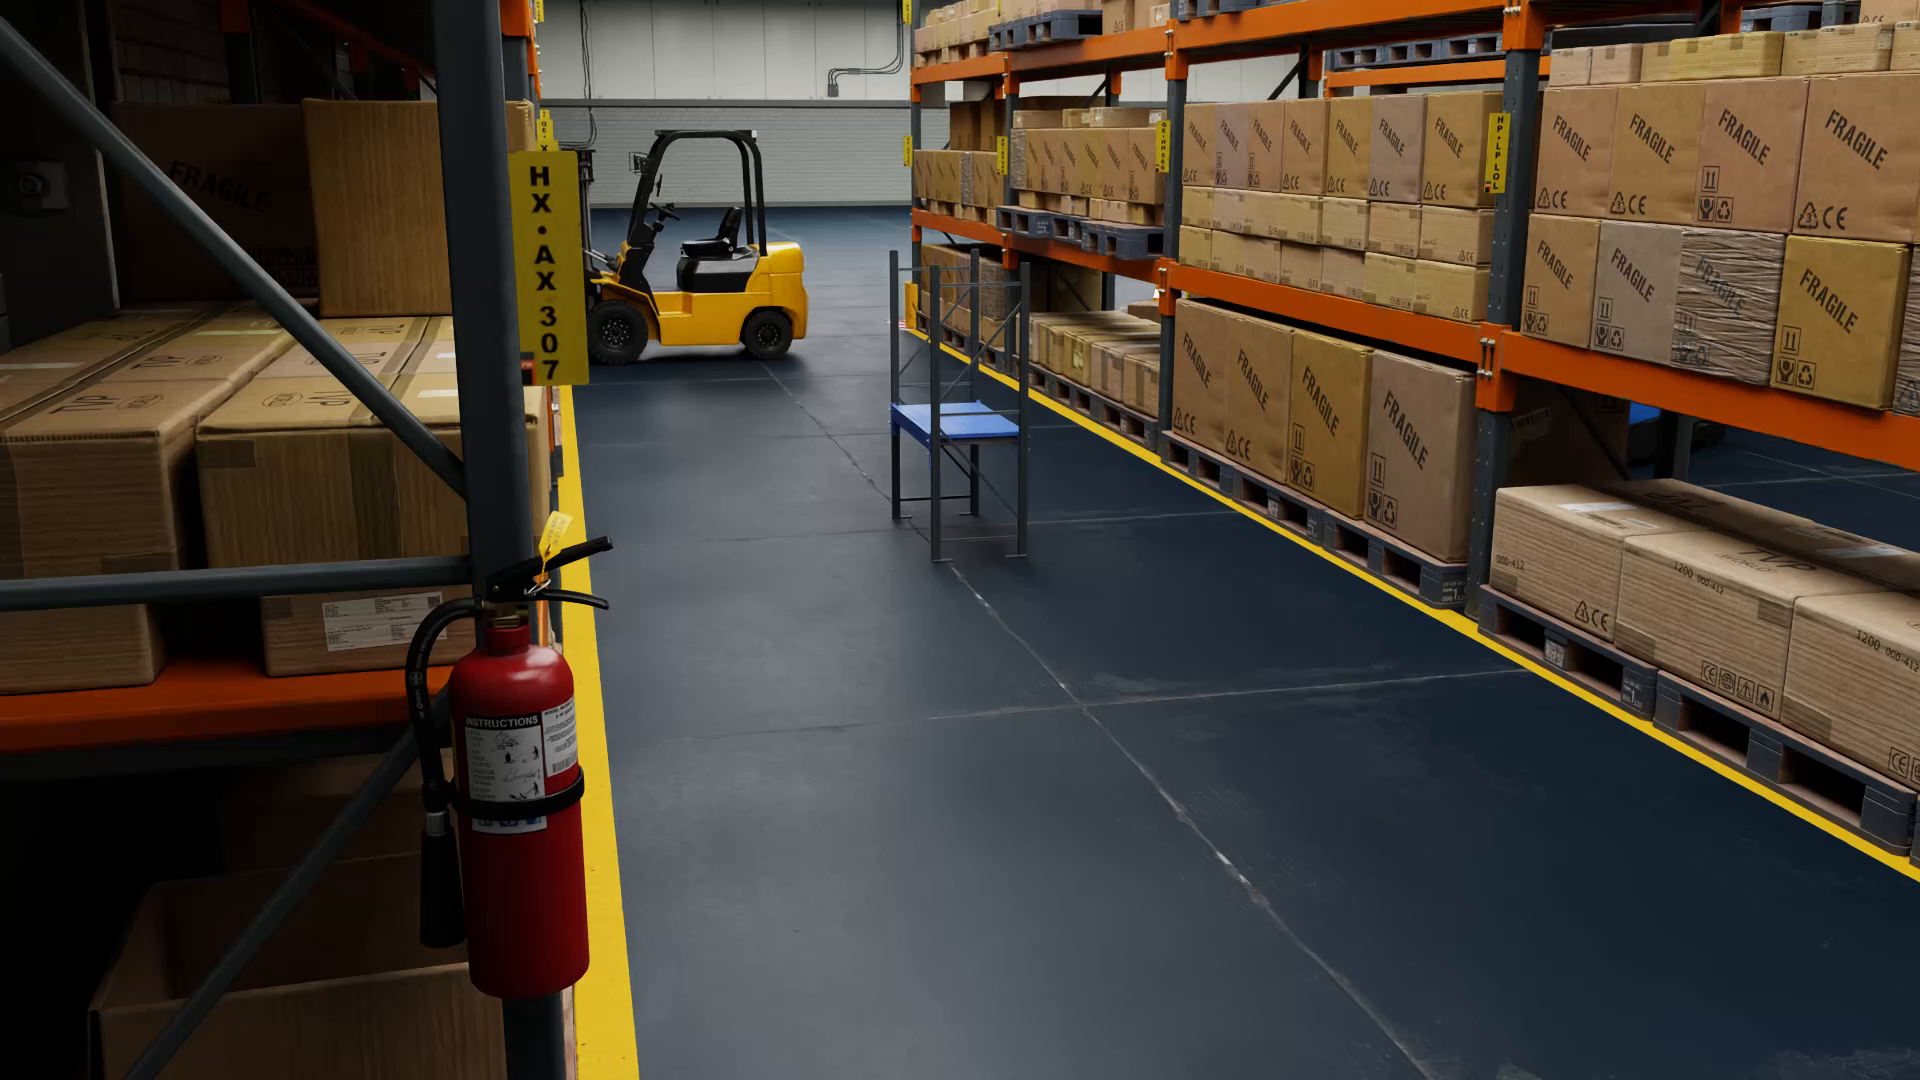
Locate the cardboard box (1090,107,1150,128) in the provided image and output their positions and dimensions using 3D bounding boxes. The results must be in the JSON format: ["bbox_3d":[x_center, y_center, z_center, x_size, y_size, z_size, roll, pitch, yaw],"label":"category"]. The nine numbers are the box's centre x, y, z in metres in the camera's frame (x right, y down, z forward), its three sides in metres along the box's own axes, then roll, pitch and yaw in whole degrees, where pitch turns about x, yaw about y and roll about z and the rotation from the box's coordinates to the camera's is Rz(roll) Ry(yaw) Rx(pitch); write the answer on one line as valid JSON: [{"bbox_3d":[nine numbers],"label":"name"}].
[{"bbox_3d":[1.180,-3.124,12.306,0.380,0.149,0.250,-4,14,-16],"label":"cardboard box"}]

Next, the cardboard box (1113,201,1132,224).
[{"bbox_3d":[1.297,-2.308,11.699,0.380,0.149,0.250,-3,14,-14],"label":"cardboard box"}]

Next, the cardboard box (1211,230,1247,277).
[{"bbox_3d":[1.847,-1.733,10.017,0.500,0.250,0.500,-4,14,-15],"label":"cardboard box"}]

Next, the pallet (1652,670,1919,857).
[{"bbox_3d":[3.171,0.689,5.663,1.003,0.211,1.213,-3,14,-13],"label":"pallet"}]

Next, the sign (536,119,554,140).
[{"bbox_3d":[-2.460,-2.329,9.868,0.100,0.325,0.005,-3,14,-13],"label":"sign"}]

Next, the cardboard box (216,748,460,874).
[{"bbox_3d":[-1.321,0.737,3.971,0.700,0.500,0.500,-3,14,-11],"label":"cardboard box"}]

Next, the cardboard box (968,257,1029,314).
[{"bbox_3d":[0.378,-2.445,15.941,0.500,0.500,0.500,-3,14,-12],"label":"cardboard box"}]

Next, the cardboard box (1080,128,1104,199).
[{"bbox_3d":[1.210,-2.772,12.230,0.500,0.500,0.500,-4,14,-17],"label":"cardboard box"}]

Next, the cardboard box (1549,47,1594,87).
[{"bbox_3d":[2.600,-1.890,6.658,0.380,0.149,0.250,-3,14,-14],"label":"cardboard box"}]

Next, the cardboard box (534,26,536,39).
[{"bbox_3d":[-4.523,-5.288,16.626,0.500,0.500,0.500,-3,14,-11],"label":"cardboard box"}]

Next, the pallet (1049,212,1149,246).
[{"bbox_3d":[1.334,-2.412,12.882,1.003,0.211,1.213,-3,14,-13],"label":"pallet"}]

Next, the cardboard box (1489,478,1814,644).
[{"bbox_3d":[2.821,0.064,6.859,0.875,0.438,0.875,-3,14,-14],"label":"cardboard box"}]

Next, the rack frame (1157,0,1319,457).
[{"bbox_3d":[1.839,-2.050,10.999,1.000,3.000,0.127,-3,14,-13],"label":"rack frame"}]

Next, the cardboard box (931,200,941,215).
[{"bbox_3d":[-0.090,-3.500,17.461,0.380,0.149,0.250,-3,14,-12],"label":"cardboard box"}]

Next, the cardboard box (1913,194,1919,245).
[{"bbox_3d":[3.108,-1.070,4.670,0.500,0.500,0.500,-3,14,-13],"label":"cardboard box"}]

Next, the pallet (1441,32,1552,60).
[{"bbox_3d":[5.505,-4.876,16.431,1.003,0.211,1.213,-3,14,-13],"label":"pallet"}]

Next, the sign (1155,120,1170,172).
[{"bbox_3d":[1.313,-2.542,10.739,0.100,0.325,0.005,-3,14,-13],"label":"sign"}]

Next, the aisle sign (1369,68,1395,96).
[{"bbox_3d":[5.023,-5.491,19.605,0.394,0.787,0.004,-3,14,-13],"label":"aisle sign"}]

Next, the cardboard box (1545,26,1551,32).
[{"bbox_3d":[5.869,-5.023,16.279,0.380,0.149,0.250,-3,14,-13],"label":"cardboard box"}]

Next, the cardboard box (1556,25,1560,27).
[{"bbox_3d":[5.586,-4.764,14.972,0.258,0.266,0.396,-4,14,-14],"label":"cardboard box"}]

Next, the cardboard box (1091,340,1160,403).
[{"bbox_3d":[1.534,-1.279,12.492,0.950,0.372,0.625,-4,14,-14],"label":"cardboard box"}]

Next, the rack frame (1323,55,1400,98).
[{"bbox_3d":[4.748,-4.195,19.778,1.000,3.000,0.127,-3,14,-13],"label":"rack frame"}]

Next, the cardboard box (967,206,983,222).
[{"bbox_3d":[0.286,-3.143,15.999,0.380,0.149,0.250,-3,14,-14],"label":"cardboard box"}]

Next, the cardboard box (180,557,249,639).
[{"bbox_3d":[-1.445,0.071,2.845,0.380,0.149,0.250,-3,14,-12],"label":"cardboard box"}]

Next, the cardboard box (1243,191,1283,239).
[{"bbox_3d":[1.943,-1.855,9.461,0.500,0.250,0.500,-3,14,-13],"label":"cardboard box"}]

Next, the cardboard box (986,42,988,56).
[{"bbox_3d":[0.458,-4.546,15.423,0.380,0.149,0.250,-4,14,-15],"label":"cardboard box"}]

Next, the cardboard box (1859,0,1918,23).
[{"bbox_3d":[6.502,-3.709,11.256,0.500,0.500,0.500,-3,14,-13],"label":"cardboard box"}]

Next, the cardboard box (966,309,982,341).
[{"bbox_3d":[0.364,-2.085,16.050,0.500,0.250,0.500,-4,14,-15],"label":"cardboard box"}]

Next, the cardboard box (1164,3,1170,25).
[{"bbox_3d":[1.560,-3.446,10.923,0.380,0.149,0.250,-3,14,-13],"label":"cardboard box"}]

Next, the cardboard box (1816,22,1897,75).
[{"bbox_3d":[2.939,-1.537,5.215,0.380,0.149,0.250,-3,14,-13],"label":"cardboard box"}]

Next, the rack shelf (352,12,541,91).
[{"bbox_3d":[-3.455,-3.342,11.481,1.077,0.370,4.000,-3,14,-13],"label":"rack shelf"}]

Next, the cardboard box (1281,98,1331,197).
[{"bbox_3d":[2.064,-2.107,8.912,0.500,0.500,0.500,-3,14,-12],"label":"cardboard box"}]

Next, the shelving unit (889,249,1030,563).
[{"bbox_3d":[-0.020,-0.748,8.830,0.538,1.500,1.048,-3,14,-13],"label":"shelving unit"}]

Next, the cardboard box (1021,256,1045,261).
[{"bbox_3d":[0.886,-2.480,16.085,0.500,0.500,0.500,-3,14,-11],"label":"cardboard box"}]

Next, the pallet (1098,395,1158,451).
[{"bbox_3d":[1.656,-0.876,12.069,1.003,0.211,1.213,-3,14,-13],"label":"pallet"}]

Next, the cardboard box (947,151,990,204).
[{"bbox_3d":[0.174,-3.611,16.548,0.500,0.500,0.500,-4,14,-14],"label":"cardboard box"}]

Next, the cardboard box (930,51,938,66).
[{"bbox_3d":[-0.100,-5.018,17.354,0.380,0.149,0.250,-3,14,-12],"label":"cardboard box"}]

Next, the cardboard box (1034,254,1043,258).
[{"bbox_3d":[0.930,-2.823,16.122,0.380,0.149,0.250,-3,14,-11],"label":"cardboard box"}]

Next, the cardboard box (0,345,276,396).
[{"bbox_3d":[-1.592,-0.209,3.153,0.500,0.250,0.500,-3,14,-13],"label":"cardboard box"}]

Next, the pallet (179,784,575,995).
[{"bbox_3d":[-1.596,0.945,4.614,1.003,0.211,1.213,-3,14,-13],"label":"pallet"}]

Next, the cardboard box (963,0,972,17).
[{"bbox_3d":[0.242,-5.052,15.815,0.380,0.149,0.250,-3,14,-13],"label":"cardboard box"}]

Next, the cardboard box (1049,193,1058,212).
[{"bbox_3d":[0.933,-2.729,13.422,0.380,0.149,0.250,-3,14,-12],"label":"cardboard box"}]

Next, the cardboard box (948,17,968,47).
[{"bbox_3d":[0.174,-4.940,16.196,0.500,0.250,0.500,-3,14,-12],"label":"cardboard box"}]

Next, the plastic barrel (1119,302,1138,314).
[{"bbox_3d":[1.916,-2.252,17.254,0.512,0.421,0.421,7,15,26],"label":"plastic barrel"}]

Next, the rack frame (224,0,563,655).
[{"bbox_3d":[-2.046,-0.850,6.086,1.000,3.000,0.127,-3,14,-13],"label":"rack frame"}]

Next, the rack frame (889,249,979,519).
[{"bbox_3d":[-0.139,-0.866,9.310,0.500,1.500,0.032,-3,14,-13],"label":"rack frame"}]

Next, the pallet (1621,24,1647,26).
[{"bbox_3d":[6.158,-4.118,13.542,1.003,0.211,1.213,-3,14,-11],"label":"pallet"}]

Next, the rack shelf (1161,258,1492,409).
[{"bbox_3d":[2.308,-1.240,9.196,1.077,0.370,4.000,-3,14,-13],"label":"rack shelf"}]

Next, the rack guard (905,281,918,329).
[{"bbox_3d":[-0.022,-2.664,18.778,1.175,0.500,0.348,-3,14,-13],"label":"rack guard"}]

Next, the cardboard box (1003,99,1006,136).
[{"bbox_3d":[0.816,-4.002,16.043,0.700,0.500,0.500,-4,14,-14],"label":"cardboard box"}]

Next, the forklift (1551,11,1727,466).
[{"bbox_3d":[4.777,-2.153,11.565,1.130,2.935,3.031,13,19,43],"label":"forklift"}]
